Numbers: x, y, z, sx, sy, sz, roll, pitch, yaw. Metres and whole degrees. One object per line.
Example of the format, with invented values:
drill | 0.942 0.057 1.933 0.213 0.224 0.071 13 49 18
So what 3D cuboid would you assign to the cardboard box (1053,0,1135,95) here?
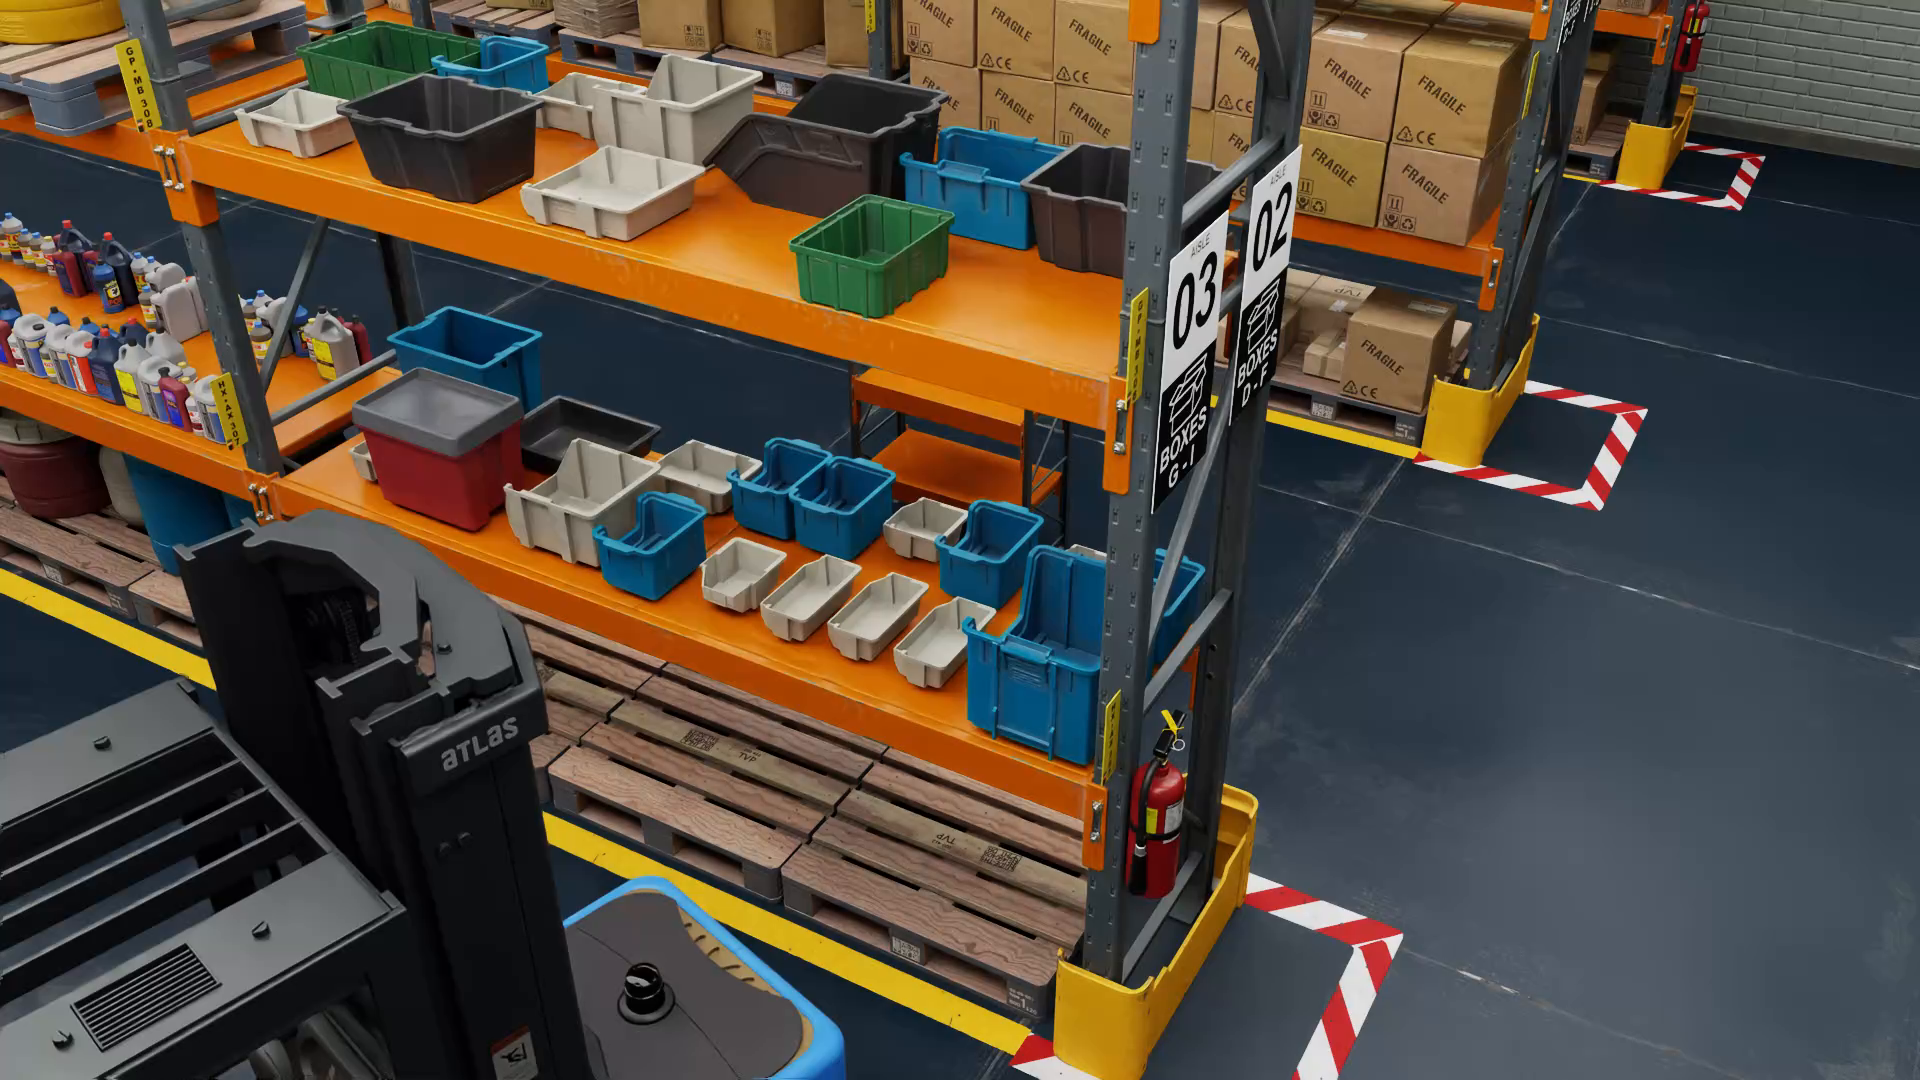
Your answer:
cardboard box | 0.886 -2.969 9.781 0.500 0.500 0.500 16 37 23

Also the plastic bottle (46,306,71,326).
plastic bottle | -4.269 -0.981 7.904 0.097 0.271 0.097 0 34 0

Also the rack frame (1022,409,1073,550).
rack frame | 0.447 -0.327 8.496 0.032 1.125 0.500 18 37 24

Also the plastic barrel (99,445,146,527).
plastic barrel | -4.263 -0.367 8.732 0.421 0.512 0.421 0 34 0

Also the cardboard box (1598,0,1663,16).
cardboard box | 5.202 -4.605 12.959 0.700 0.700 0.980 19 38 26

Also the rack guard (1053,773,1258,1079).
rack guard | 0.761 1.464 6.372 0.348 0.500 1.175 18 37 24

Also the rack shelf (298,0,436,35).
rack shelf | -5.487 -4.410 13.587 4.000 0.370 1.077 18 37 24

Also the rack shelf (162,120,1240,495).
rack shelf | -1.002 -1.076 5.873 4.000 0.370 1.077 18 37 24

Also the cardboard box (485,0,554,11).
cardboard box | -3.148 -4.257 12.239 0.500 0.500 0.700 6 34 9

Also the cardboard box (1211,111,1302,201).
cardboard box | 1.788 -2.274 9.640 0.500 0.500 0.500 18 38 25

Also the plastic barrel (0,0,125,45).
plastic barrel | -3.632 -2.332 6.562 0.600 0.588 0.600 0 34 0

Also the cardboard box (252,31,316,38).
cardboard box | -5.843 -4.272 14.325 0.500 0.311 0.500 17 37 24

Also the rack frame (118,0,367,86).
rack frame | -2.739 -3.174 5.668 0.127 3.000 1.000 18 37 24

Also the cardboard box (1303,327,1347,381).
cardboard box | 2.294 -1.149 10.200 0.250 0.166 0.380 18 37 24

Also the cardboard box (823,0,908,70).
cardboard box | -0.578 -3.514 11.122 0.500 0.500 0.700 6 34 9

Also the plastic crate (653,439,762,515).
plastic crate | -1.078 -0.258 6.886 0.466 0.136 0.293 18 37 24

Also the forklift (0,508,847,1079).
forklift | -1.730 1.513 4.105 3.031 2.935 1.130 -29 43 -36

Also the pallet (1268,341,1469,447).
pallet | 2.436 -1.038 10.390 1.213 0.211 1.003 18 37 24

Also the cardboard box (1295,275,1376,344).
cardboard box | 2.430 -1.422 10.534 0.500 0.250 0.500 18 37 24

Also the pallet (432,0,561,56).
pallet | -3.127 -3.927 12.385 1.003 0.211 1.213 18 37 24

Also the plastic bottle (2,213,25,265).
plastic bottle | -5.019 -1.606 8.843 0.097 0.271 0.097 0 34 0

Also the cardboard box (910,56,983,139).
cardboard box | 0.029 -2.830 10.474 0.500 0.500 0.500 19 38 26

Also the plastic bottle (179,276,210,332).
plastic bottle | -3.756 -1.191 8.215 0.135 0.276 0.152 18 37 24

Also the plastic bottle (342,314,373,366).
plastic bottle | -2.846 -0.935 7.823 0.133 0.283 0.061 18 37 24

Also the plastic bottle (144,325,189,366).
plastic bottle | -3.628 -0.821 7.592 0.185 0.351 0.144 18 37 24

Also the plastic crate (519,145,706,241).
plastic crate | -1.183 -1.165 5.595 0.530 0.136 0.437 18 37 24

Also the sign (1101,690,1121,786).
sign | 0.475 0.624 5.230 0.005 0.325 0.100 18 37 24

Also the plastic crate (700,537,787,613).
plastic crate | -0.828 0.147 6.278 0.250 0.136 0.298 18 37 24

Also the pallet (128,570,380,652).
pallet | -3.388 0.251 8.453 1.213 0.211 1.003 18 37 24

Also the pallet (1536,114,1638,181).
pallet | 4.917 -3.366 13.885 1.213 0.211 1.003 18 37 24

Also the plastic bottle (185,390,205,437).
plastic bottle | -3.356 -0.566 7.344 0.097 0.201 0.097 0 34 0

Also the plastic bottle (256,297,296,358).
plastic bottle | -3.269 -1.037 7.983 0.135 0.276 0.152 18 37 24

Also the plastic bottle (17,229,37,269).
plastic bottle | -4.935 -1.551 8.822 0.097 0.201 0.097 0 34 0

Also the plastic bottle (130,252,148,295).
plastic bottle | -4.129 -1.324 8.419 0.097 0.271 0.097 0 34 0

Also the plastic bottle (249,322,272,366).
plastic bottle | -3.315 -0.940 7.906 0.097 0.201 0.097 0 34 0

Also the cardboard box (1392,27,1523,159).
cardboard box | 2.672 -2.407 8.938 0.500 0.500 0.500 17 37 24

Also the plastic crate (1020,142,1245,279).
plastic crate | 0.538 -1.011 5.245 0.590 0.269 0.497 18 37 24

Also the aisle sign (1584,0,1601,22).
aisle sign | 3.400 -3.164 8.721 0.004 0.787 0.394 18 37 24

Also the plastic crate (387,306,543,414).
plastic crate | -2.164 -0.731 7.373 0.575 0.384 0.392 18 37 24

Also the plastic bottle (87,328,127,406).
plastic bottle | -3.860 -0.803 7.564 0.185 0.351 0.144 18 37 24

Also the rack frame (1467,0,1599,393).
rack frame | 3.195 -1.960 9.257 0.127 3.000 1.000 18 37 24

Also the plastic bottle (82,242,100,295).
plastic bottle | -4.410 -1.391 8.509 0.133 0.283 0.061 18 37 24

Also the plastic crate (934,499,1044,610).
plastic crate | 0.111 0.060 6.321 0.300 0.233 0.416 18 37 24

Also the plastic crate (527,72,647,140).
plastic crate | -1.446 -1.649 6.323 0.466 0.136 0.293 18 37 24

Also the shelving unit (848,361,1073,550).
shelving unit | 0.006 -0.466 8.706 1.048 1.125 0.538 18 37 24

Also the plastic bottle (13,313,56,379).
plastic bottle | -4.315 -0.918 7.805 0.135 0.276 0.152 18 37 24
